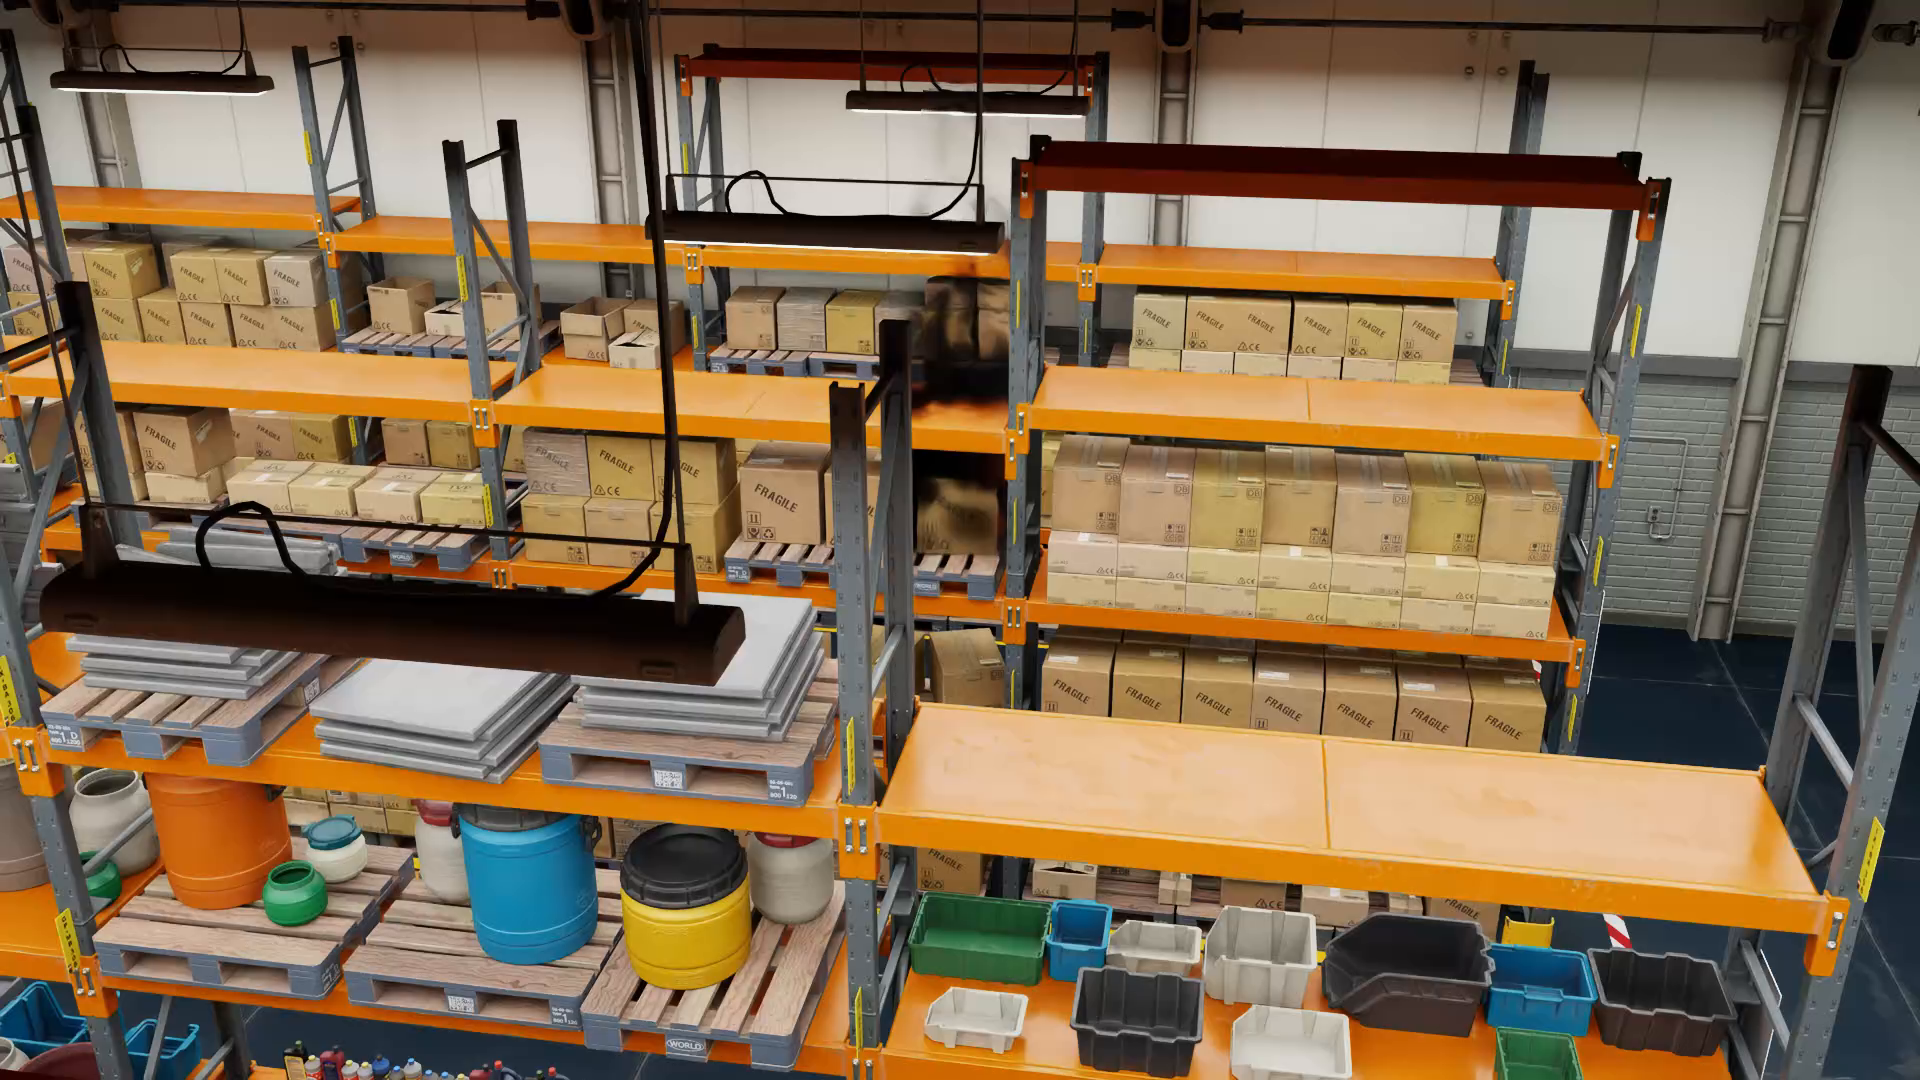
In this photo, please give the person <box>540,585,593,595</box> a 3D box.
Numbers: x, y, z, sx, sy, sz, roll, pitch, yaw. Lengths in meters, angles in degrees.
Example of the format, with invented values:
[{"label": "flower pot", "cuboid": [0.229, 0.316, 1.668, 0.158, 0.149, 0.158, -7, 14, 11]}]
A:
[{"label": "person", "cuboid": [-3.705, 0.708, 16.405, 1.042, 1.771, 0.690, 1, 23, 2]}]
